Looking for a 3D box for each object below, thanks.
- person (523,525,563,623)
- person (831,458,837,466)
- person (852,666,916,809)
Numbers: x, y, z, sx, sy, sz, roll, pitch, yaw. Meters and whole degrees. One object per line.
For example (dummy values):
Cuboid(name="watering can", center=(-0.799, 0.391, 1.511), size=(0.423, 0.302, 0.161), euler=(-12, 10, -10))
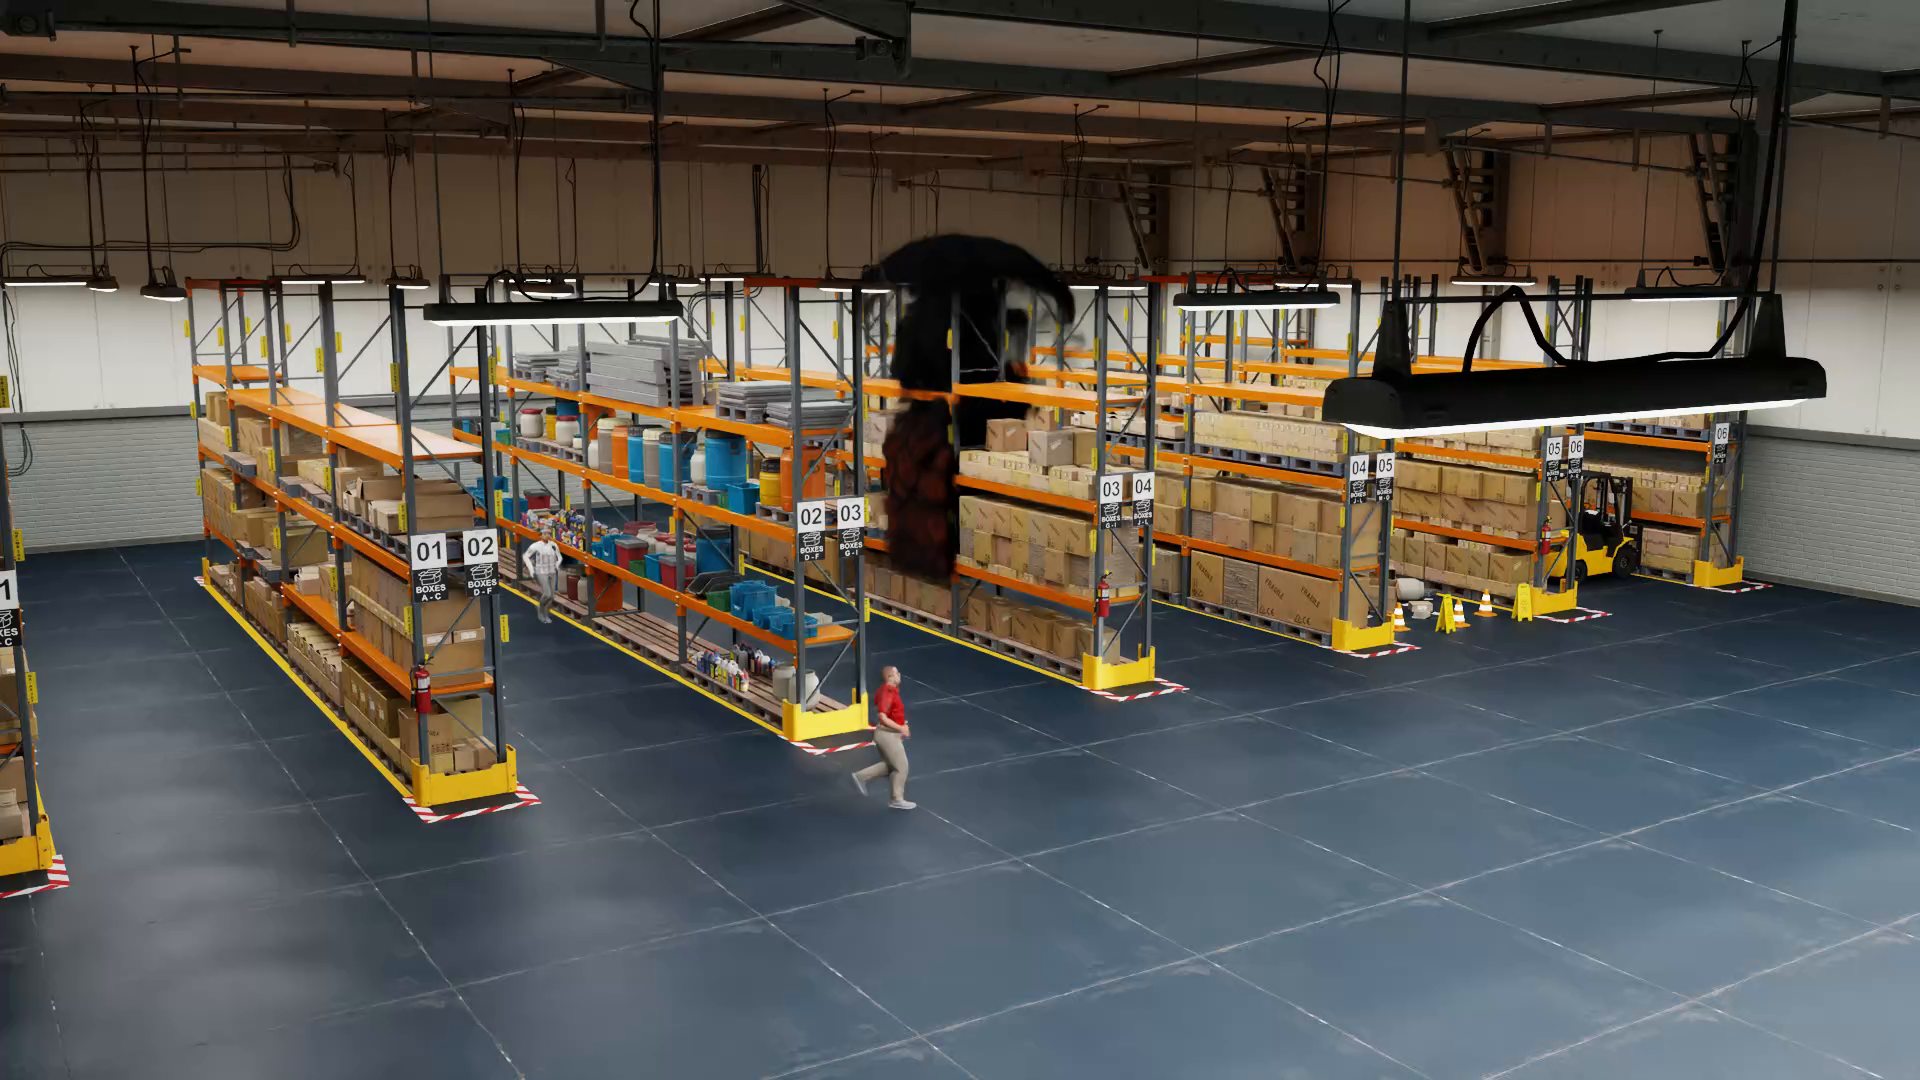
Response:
Cuboid(name="person", center=(-6.899, 0.582, 27.791), size=(0.607, 1.679, 0.561), euler=(-8, 12, -38))
Cuboid(name="person", center=(-3.130, -1.312, 41.428), size=(0.646, 1.502, 0.482), euler=(8, 12, 39))
Cuboid(name="person", center=(-0.878, 2.303, 19.289), size=(0.740, 1.710, 0.663), euler=(-1, 10, -7))
